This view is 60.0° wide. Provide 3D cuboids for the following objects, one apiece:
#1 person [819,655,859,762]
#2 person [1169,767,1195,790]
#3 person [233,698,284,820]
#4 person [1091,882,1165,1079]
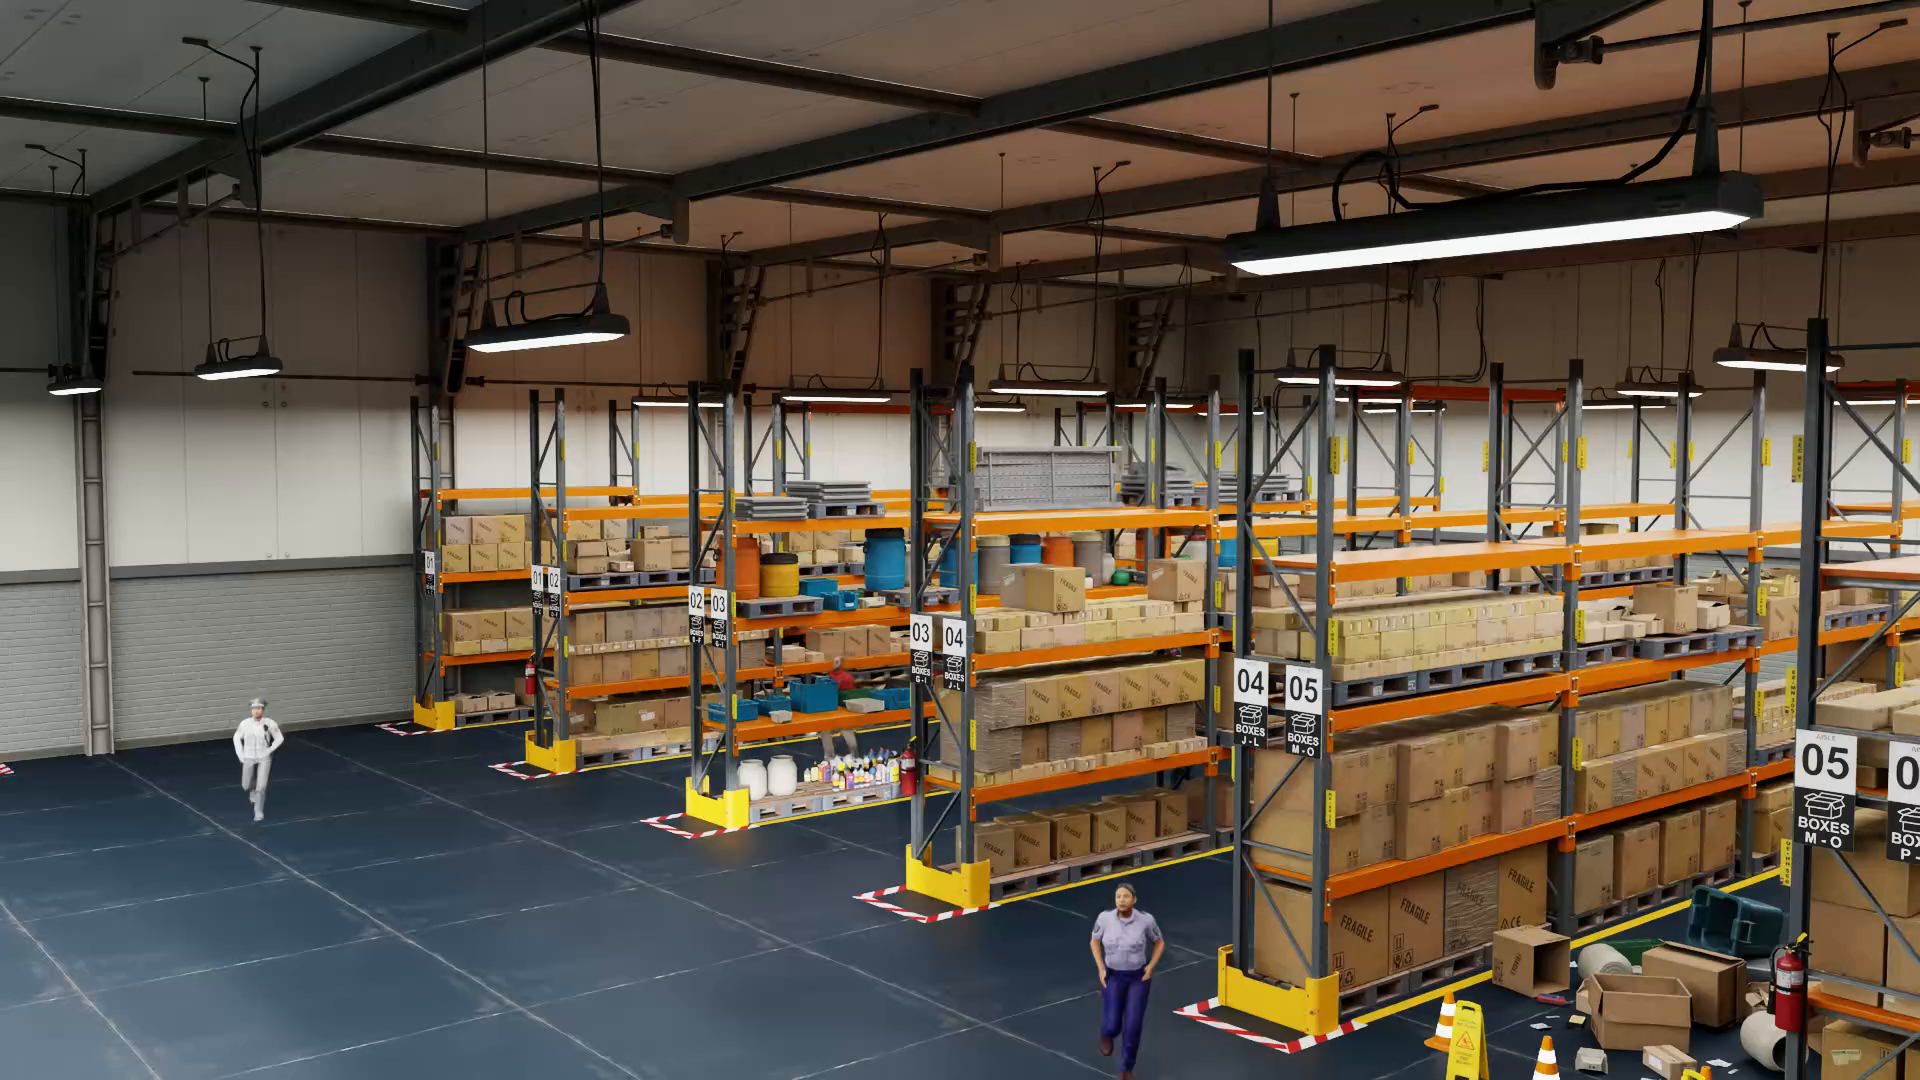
[{"bbox_3d":[-1.959,2.744,26.662,0.636,1.799,0.758,3,4,37],"label":"person"},{"bbox_3d":[3.100,2.956,23.588,0.878,1.596,0.539,-3,5,-44],"label":"person"},{"bbox_3d":[-9.657,2.998,22.891,0.658,1.663,0.550,-1,3,-11],"label":"person"},{"bbox_3d":[1.352,3.574,13.524,0.584,1.623,0.606,0,3,8],"label":"person"}]
